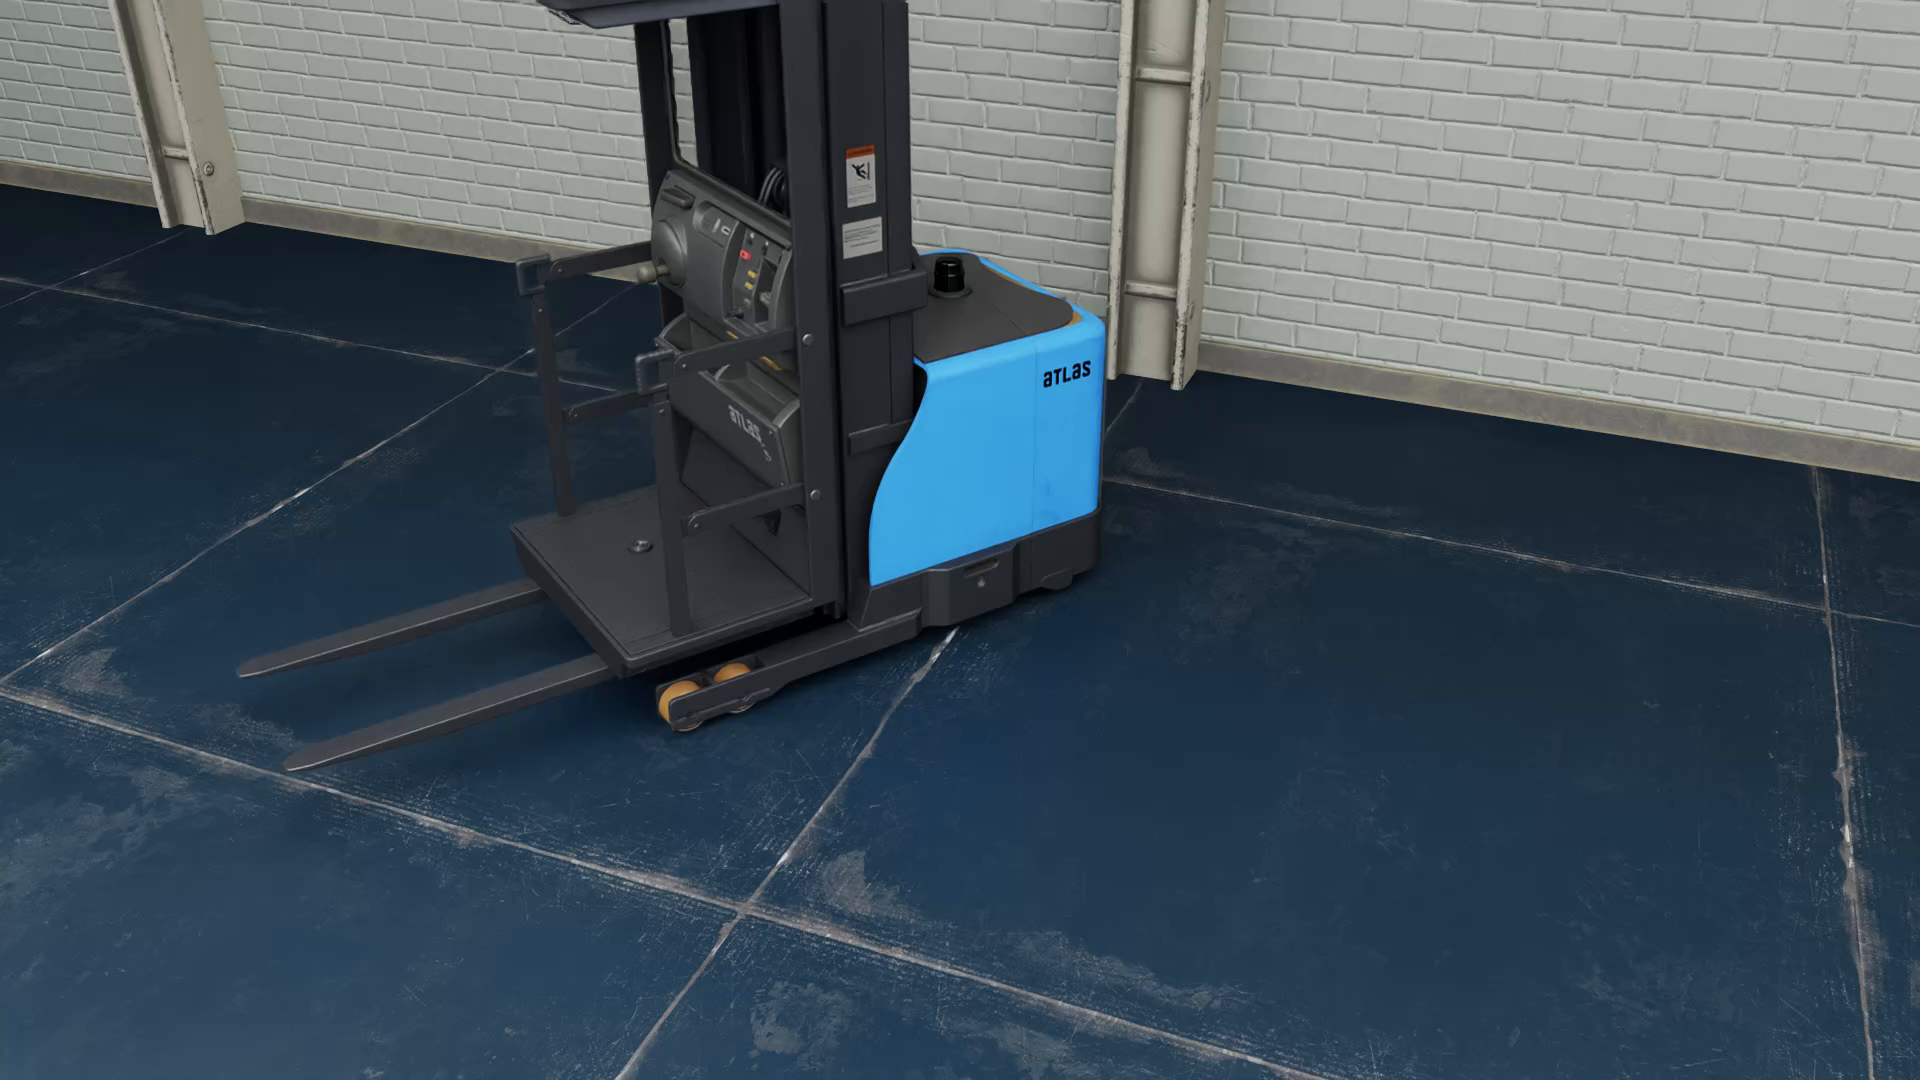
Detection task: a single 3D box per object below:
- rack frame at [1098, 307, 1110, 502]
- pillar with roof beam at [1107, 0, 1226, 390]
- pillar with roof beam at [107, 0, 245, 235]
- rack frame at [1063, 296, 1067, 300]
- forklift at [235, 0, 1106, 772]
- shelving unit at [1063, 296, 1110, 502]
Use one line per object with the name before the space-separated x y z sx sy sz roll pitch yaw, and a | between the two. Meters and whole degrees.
rack frame | 0.518 -0.476 6.678 0.006 0.900 0.240 20 35 31
pillar with roof beam | -0.675 -2.783 2.528 0.400 9.000 9.100 11 31 19
pillar with roof beam | -6.235 -3.893 4.492 0.400 9.000 9.100 11 31 19
rack frame | 0.353 -0.535 6.782 0.006 0.900 0.240 20 35 31
forklift | -0.969 -0.928 5.413 3.031 2.935 1.130 -18 34 -29
shelving unit | 0.436 -0.506 6.730 0.210 0.900 0.258 20 35 31
